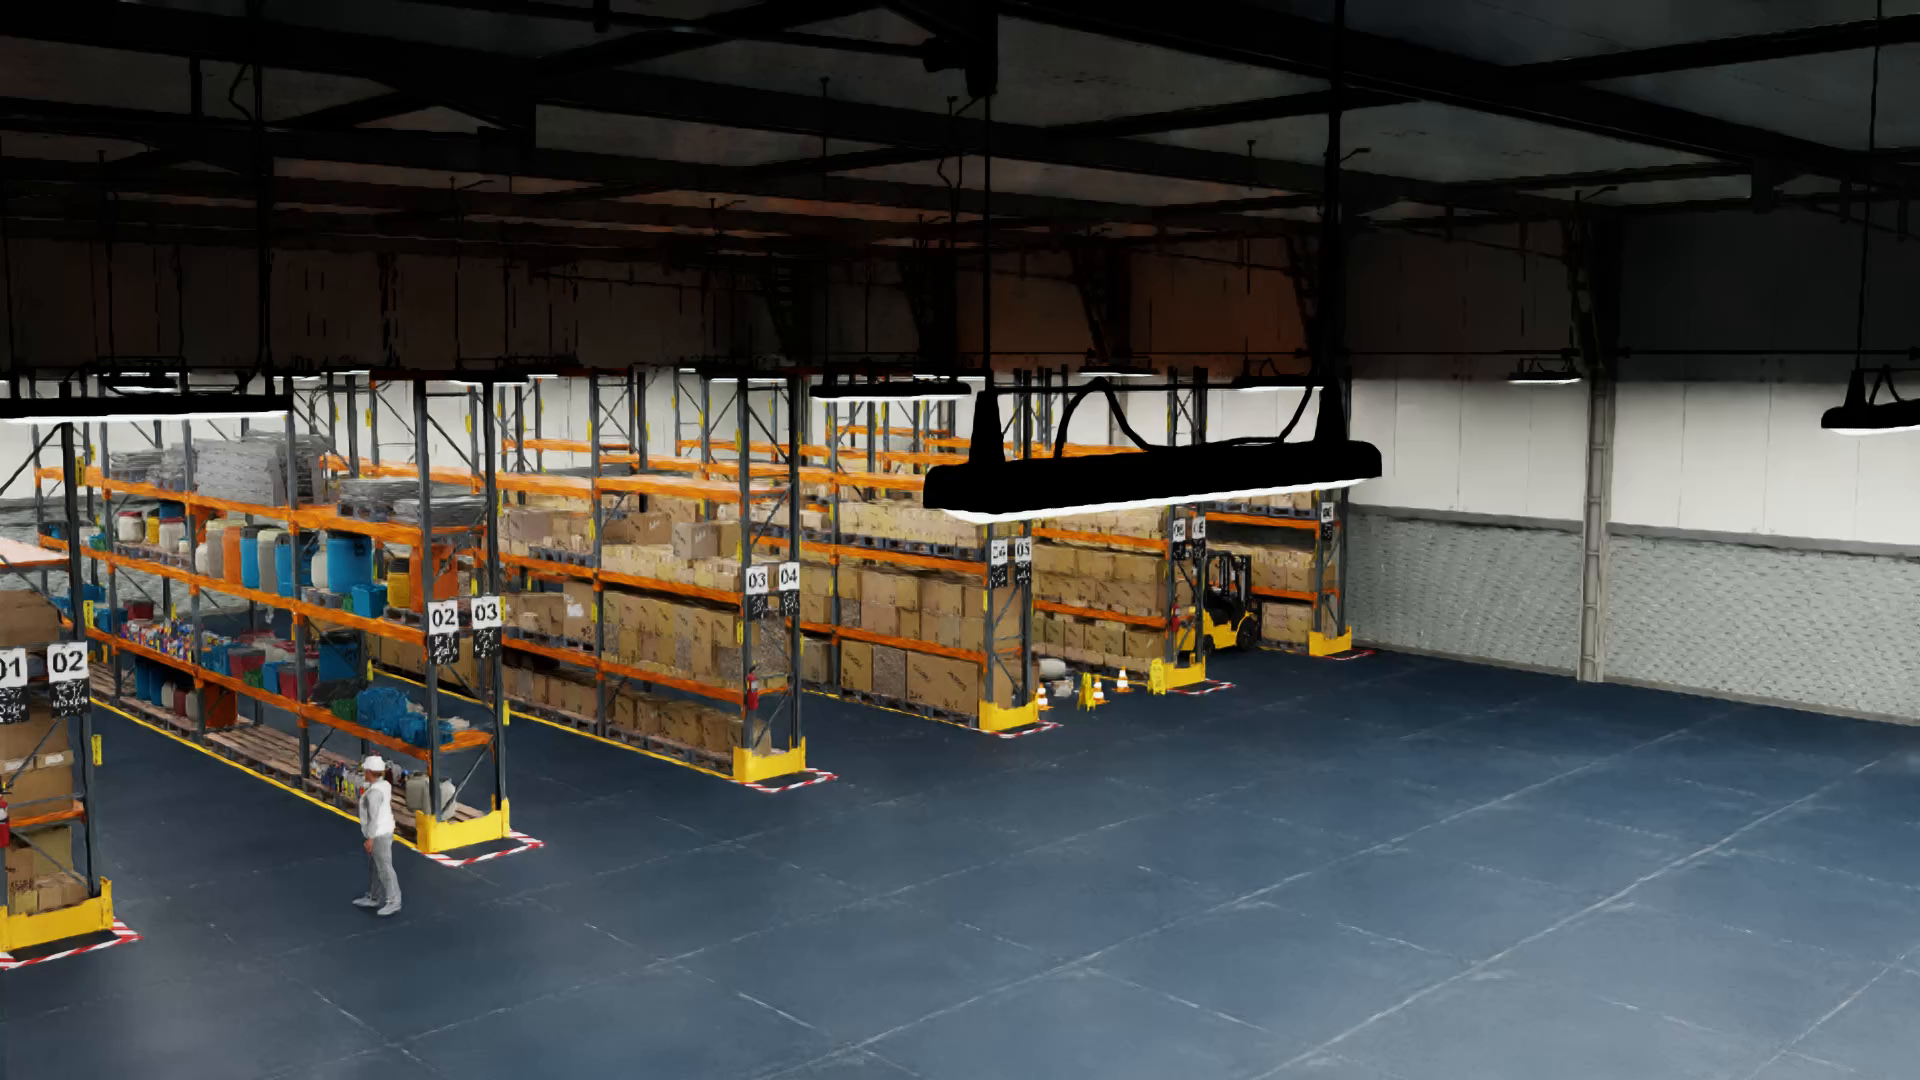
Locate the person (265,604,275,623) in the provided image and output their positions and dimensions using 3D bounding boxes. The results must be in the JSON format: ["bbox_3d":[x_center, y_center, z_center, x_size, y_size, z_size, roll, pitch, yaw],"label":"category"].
[{"bbox_3d":[-15.806,1.092,38.823,0.843,1.718,0.703,4,7,29],"label":"person"}]

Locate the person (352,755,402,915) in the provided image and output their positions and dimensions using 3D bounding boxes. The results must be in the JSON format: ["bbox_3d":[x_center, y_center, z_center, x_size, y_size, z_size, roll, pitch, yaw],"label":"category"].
[{"bbox_3d":[-6.642,3.286,18.848,0.569,1.710,0.628,-2,7,-14],"label":"person"}]

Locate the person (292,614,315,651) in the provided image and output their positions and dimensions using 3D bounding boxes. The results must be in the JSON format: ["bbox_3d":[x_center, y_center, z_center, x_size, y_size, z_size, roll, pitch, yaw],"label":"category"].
[{"bbox_3d":[-13.273,1.727,33.535,0.480,1.638,0.642,-4,8,-34],"label":"person"}]
